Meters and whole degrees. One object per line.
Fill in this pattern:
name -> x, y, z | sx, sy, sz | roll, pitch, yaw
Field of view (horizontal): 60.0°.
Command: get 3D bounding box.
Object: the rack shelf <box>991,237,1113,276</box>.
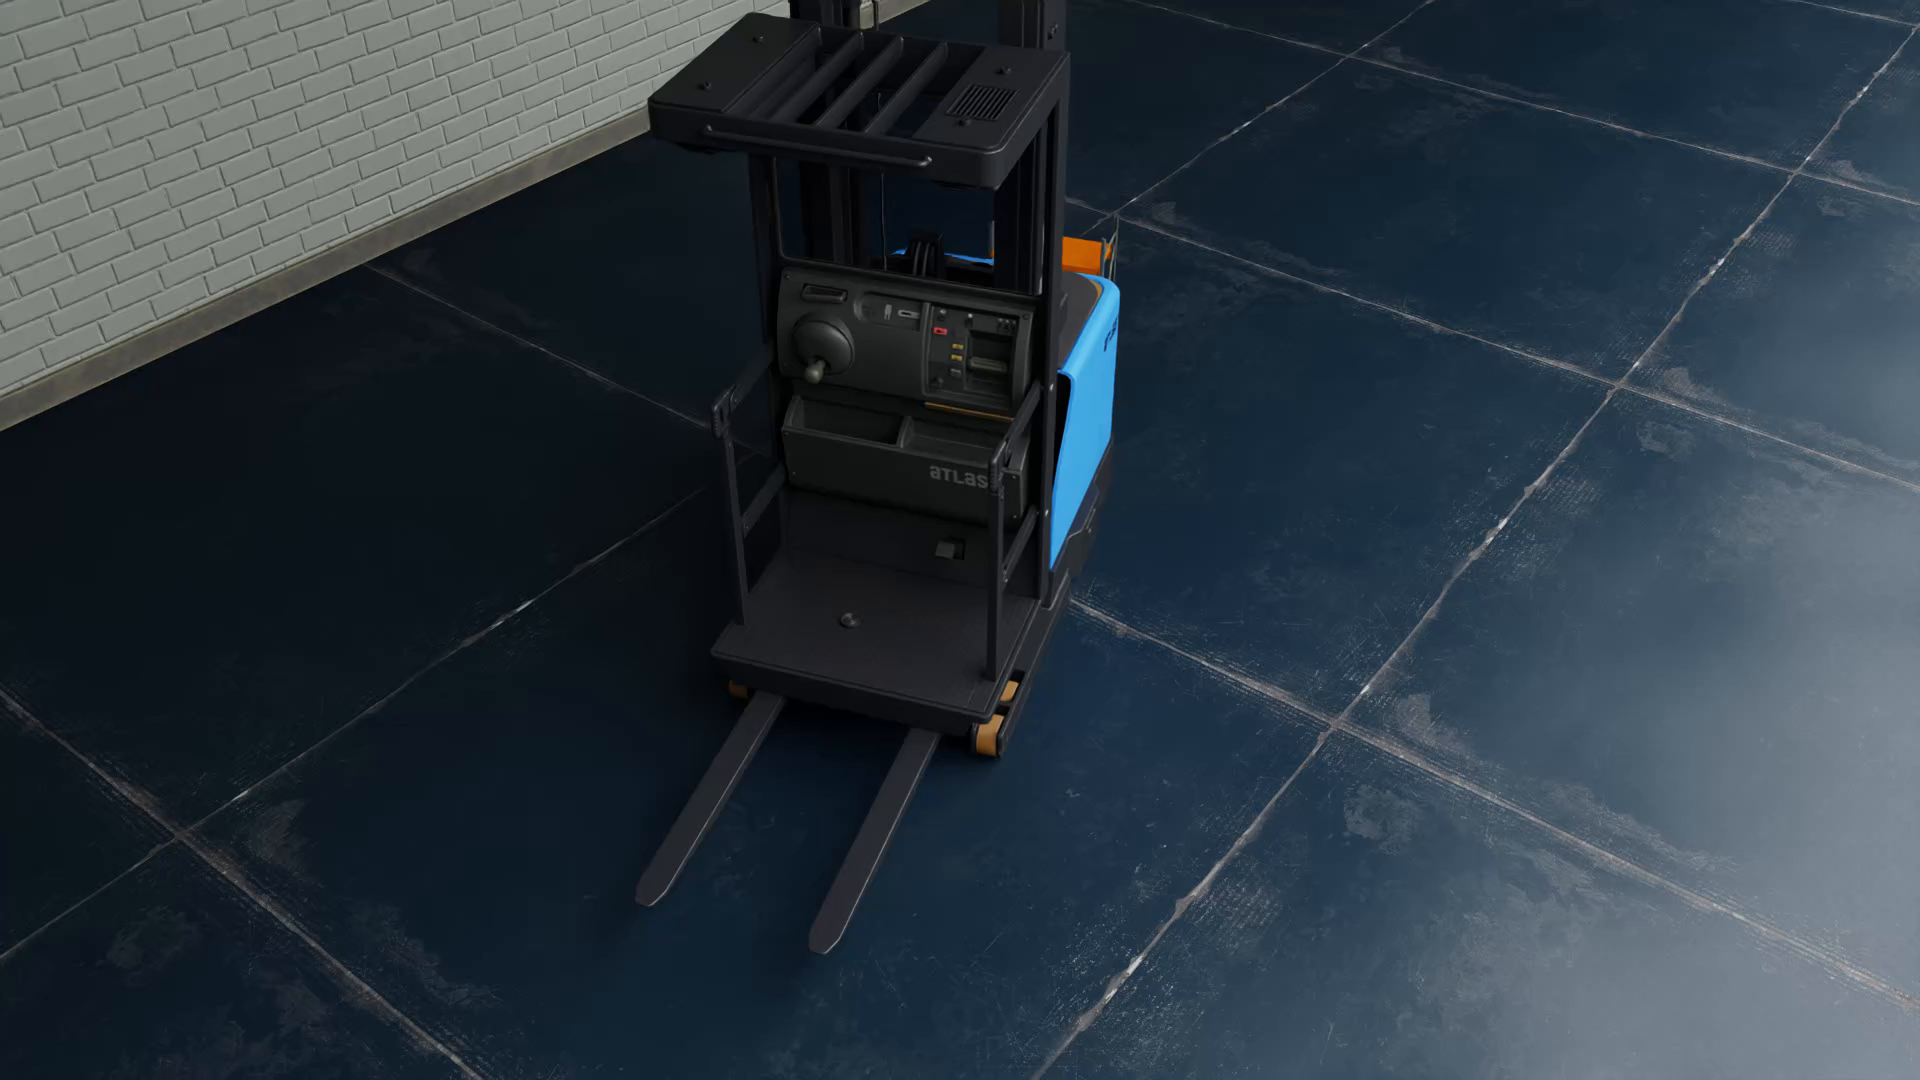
rack shelf -> 0.399, -1.199, 7.171 | 0.480, 0.148, 0.258 | 11, 39, 14

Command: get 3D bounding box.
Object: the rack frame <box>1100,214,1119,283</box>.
rack frame -> 0.631, -0.842, 7.352 | 0.015, 1.200, 0.240 | 11, 39, 14

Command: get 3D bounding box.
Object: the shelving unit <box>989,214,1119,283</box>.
shelving unit -> 0.399, -0.889, 7.412 | 0.503, 1.200, 0.258 | 11, 39, 14

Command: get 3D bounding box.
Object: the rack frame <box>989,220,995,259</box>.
rack frame -> 0.167, -0.936, 7.472 | 0.015, 1.200, 0.240 | 11, 39, 14

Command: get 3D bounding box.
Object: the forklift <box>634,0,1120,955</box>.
forklift -> -0.266, -0.626, 5.672 | 1.130, 2.935, 3.031 | 11, 39, 14
